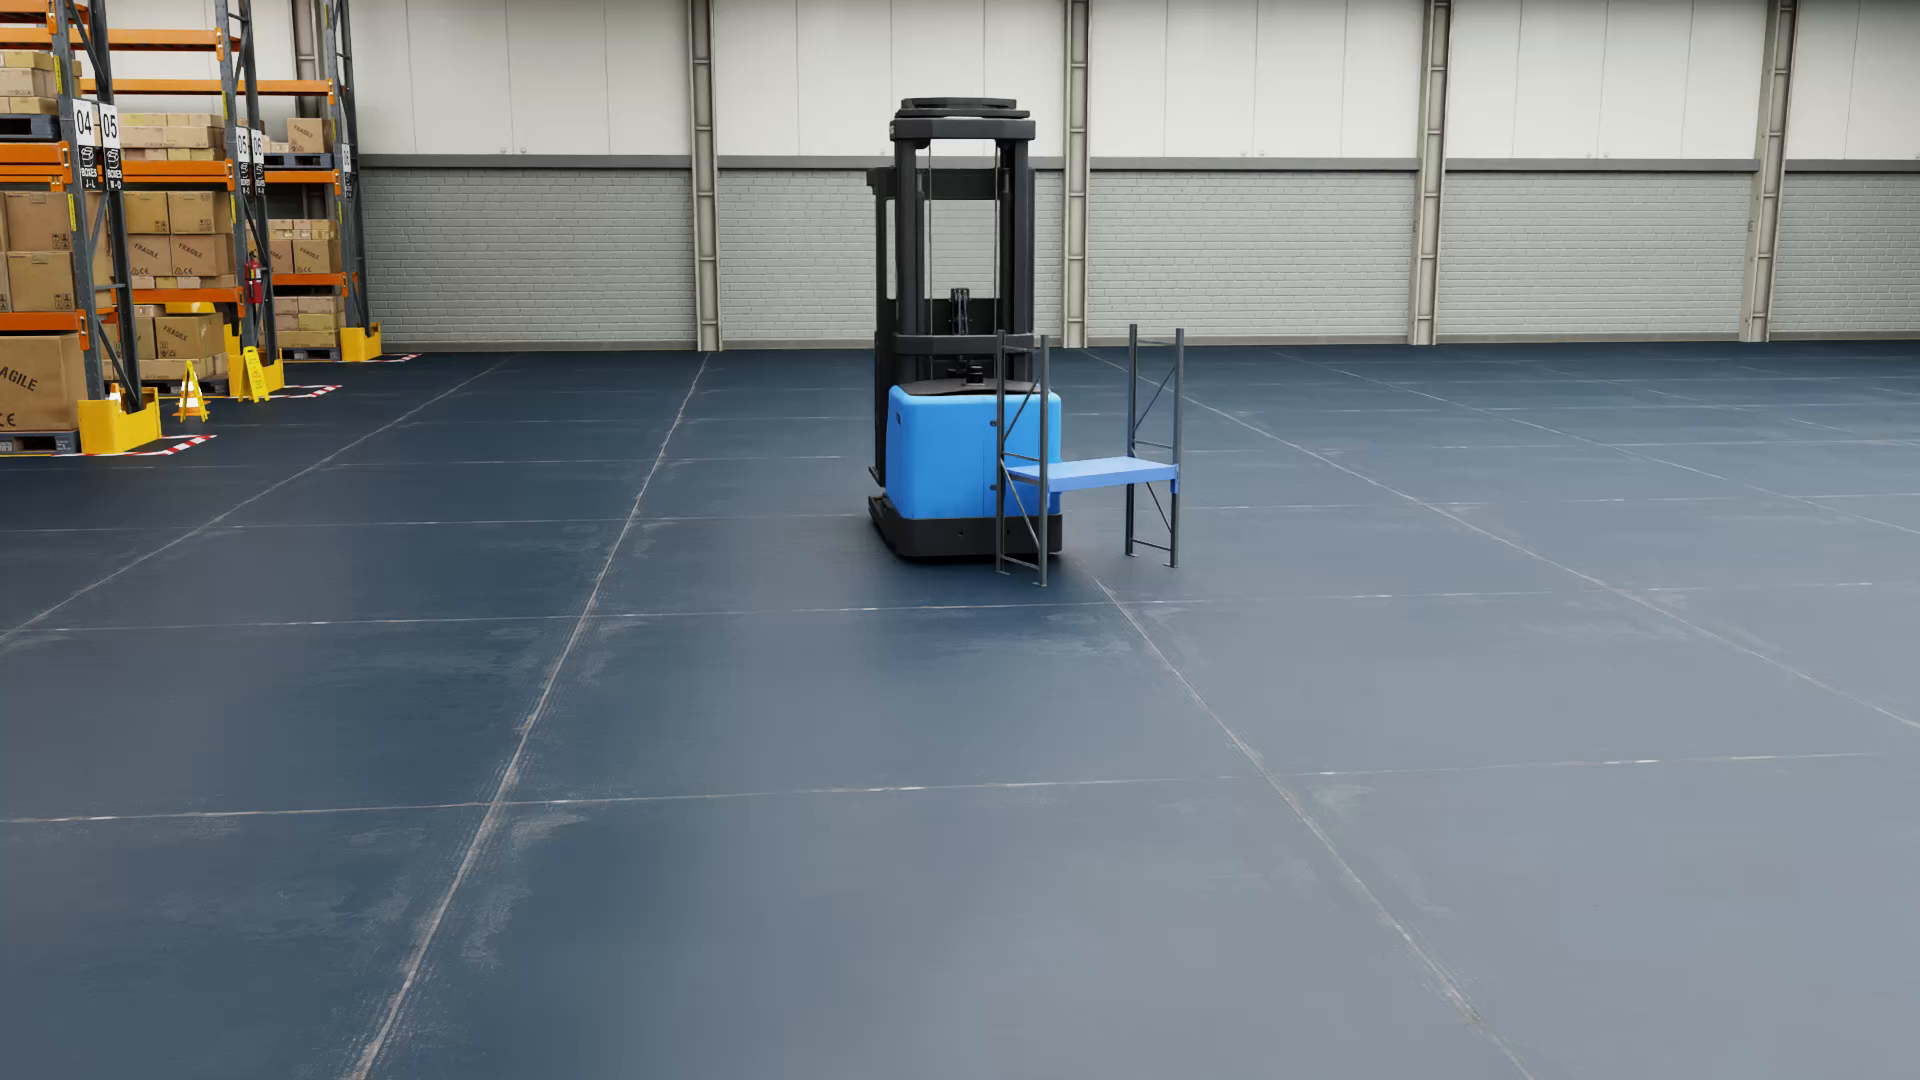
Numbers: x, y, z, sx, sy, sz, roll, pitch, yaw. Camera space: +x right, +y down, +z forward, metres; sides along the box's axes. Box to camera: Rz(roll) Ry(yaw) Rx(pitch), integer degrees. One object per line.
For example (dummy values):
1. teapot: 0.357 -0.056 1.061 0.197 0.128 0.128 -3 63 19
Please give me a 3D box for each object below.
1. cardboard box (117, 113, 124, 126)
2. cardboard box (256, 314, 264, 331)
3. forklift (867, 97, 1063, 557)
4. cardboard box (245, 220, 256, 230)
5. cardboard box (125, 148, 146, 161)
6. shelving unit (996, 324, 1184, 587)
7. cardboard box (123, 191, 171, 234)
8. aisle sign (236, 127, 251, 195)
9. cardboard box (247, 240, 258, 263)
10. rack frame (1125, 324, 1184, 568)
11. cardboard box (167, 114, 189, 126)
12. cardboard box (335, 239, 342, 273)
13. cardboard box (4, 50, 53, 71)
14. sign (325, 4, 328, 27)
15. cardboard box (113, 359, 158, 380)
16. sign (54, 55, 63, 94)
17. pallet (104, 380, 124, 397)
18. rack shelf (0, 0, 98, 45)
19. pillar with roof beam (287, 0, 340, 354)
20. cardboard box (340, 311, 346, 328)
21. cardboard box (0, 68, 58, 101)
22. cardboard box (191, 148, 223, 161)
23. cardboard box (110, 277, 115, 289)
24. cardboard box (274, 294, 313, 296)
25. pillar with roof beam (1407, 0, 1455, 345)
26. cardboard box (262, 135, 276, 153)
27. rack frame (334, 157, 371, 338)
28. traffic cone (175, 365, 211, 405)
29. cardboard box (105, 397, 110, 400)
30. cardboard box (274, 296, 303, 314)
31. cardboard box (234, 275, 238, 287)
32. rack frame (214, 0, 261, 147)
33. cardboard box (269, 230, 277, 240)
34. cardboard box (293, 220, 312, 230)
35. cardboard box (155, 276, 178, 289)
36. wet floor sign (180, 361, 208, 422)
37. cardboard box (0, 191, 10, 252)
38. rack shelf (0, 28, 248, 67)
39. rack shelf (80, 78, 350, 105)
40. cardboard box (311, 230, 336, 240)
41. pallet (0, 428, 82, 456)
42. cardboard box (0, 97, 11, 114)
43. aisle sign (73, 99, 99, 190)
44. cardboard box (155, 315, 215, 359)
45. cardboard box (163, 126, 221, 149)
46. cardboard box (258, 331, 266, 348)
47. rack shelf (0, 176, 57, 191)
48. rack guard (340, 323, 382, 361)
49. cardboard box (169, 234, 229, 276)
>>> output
1. cardboard box: -10.021 -4.996 19.815 0.250 0.149 0.380 -1 11 -6
2. cardboard box: -10.703 -3.287 25.055 0.500 0.250 0.500 -1 11 -7
3. forklift: -0.068 -1.564 11.726 1.130 2.935 3.031 -2 11 -8
4. cardboard box: -10.577 -4.704 24.808 0.250 0.149 0.380 -1 11 -5
5. cardboard box: -9.798 -4.611 19.920 0.250 0.149 0.380 -1 11 -6
6. shelving unit: 0.800 -0.549 10.270 1.048 1.500 0.538 -7 13 -32
7. cardboard box: -9.691 -3.950 20.063 0.500 0.500 0.700 -1 11 -6
8. aisle sign: -8.610 -4.547 19.984 0.004 0.787 0.394 -1 11 -6
9. cardboard box: -10.729 -4.247 24.934 0.500 0.500 0.500 -1 11 -7
10. rack frame: 1.228 -0.601 10.539 0.032 1.500 0.500 -7 13 -32
11. cardboard box: -9.268 -5.004 19.856 0.250 0.149 0.380 -1 11 -5
12. cardboard box: -9.765 -4.370 25.562 0.500 0.500 0.500 -1 11 -4
13. cardboard box: -8.366 -4.302 14.934 0.250 0.149 0.380 -1 11 -6
14. sign: -9.198 -7.615 24.146 0.005 0.325 0.100 -1 11 -6
15. cardboard box: -9.993 -2.105 20.341 0.500 0.250 0.500 -1 11 -6
16. sign: -8.023 -4.142 14.795 0.005 0.325 0.100 -1 11 -6
17. pallet: -10.800 -1.921 20.594 1.213 0.211 1.003 -1 11 -6
18. rack shelf: -10.056 -4.732 15.011 4.000 0.370 1.077 -1 11 -6
19. pillar with roof beam: -9.567 -6.554 21.380 0.400 9.000 9.100 -1 11 -6
20. cardboard box: -9.732 -3.410 25.682 0.500 0.250 0.500 -1 11 -5
21. cardboard box: -8.524 -4.115 15.015 0.500 0.250 0.500 -1 11 -5
22. cardboard box: -9.027 -4.614 19.935 0.250 0.149 0.380 -1 11 -6
23. cardboard box: -10.315 -3.114 20.083 0.250 0.149 0.380 -1 11 -7
24. cardboard box: -10.237 -3.641 25.558 0.500 0.250 0.500 -1 11 -6
25. pillar with roof beam: 8.328 -6.929 23.287 0.400 9.000 9.100 -1 11 -6
26. cardboard box: -10.285 -5.858 24.615 0.258 0.266 0.396 -1 11 -6
27. rack frame: -9.242 -4.278 25.353 0.127 3.000 1.000 -1 11 -6
28. traffic cone: -8.991 -1.825 19.452 0.334 0.463 0.336 -1 11 -6
29. cardboard box: -9.787 -1.513 18.677 0.250 0.149 0.380 5 12 23
30. cardboard box: -10.173 -3.544 25.068 0.500 0.250 0.500 -1 11 -5
31. cardboard box: -9.063 -3.236 20.701 0.250 0.149 0.380 -1 11 -6
32. rack frame: -8.703 -6.270 19.932 0.127 3.000 1.000 -1 11 -6
33. cardboard box: -10.320 -4.577 24.931 0.250 0.149 0.380 -1 11 -6
34. cardboard box: -9.818 -4.732 24.952 0.250 0.149 0.380 -1 11 -6
35. cardboard box: -9.548 -3.126 20.146 0.250 0.149 0.380 -1 11 -7
36. wet floor sign: -8.253 -1.604 17.855 0.232 0.644 0.267 -3 12 -16
37. cardboard box: -8.977 -2.953 15.425 0.550 0.550 0.875 -1 11 -6
38. rack shelf: -10.691 -5.874 19.790 4.000 0.370 1.077 -1 11 -6
39. rack shelf: -11.231 -6.631 24.670 4.000 0.370 1.077 -1 11 -6
40. cardboard box: -9.557 -4.584 24.970 0.250 0.149 0.380 -1 11 -5
41. pallet: -8.854 -0.979 15.801 1.213 0.211 1.003 -1 11 -6
42. cardboard box: -8.612 -3.906 14.986 0.250 0.149 0.380 -1 11 -6
43. aisle sign: -7.965 -3.599 15.157 0.004 0.787 0.394 -1 11 -6
44. cardboard box: -9.471 -2.484 20.324 0.500 0.500 0.500 -1 11 -6
45. cardboard box: -9.182 -4.808 19.891 0.500 0.250 0.500 -1 11 -7
46. cardboard box: -10.669 -3.047 25.132 0.500 0.250 0.500 -1 11 -5
47. rack shelf: -15.207 -5.272 24.497 4.000 0.370 1.077 -1 11 -6
48. rack guard: -9.218 -3.052 25.596 0.348 0.500 1.175 -1 11 -6
49. cardboard box: -9.212 -3.457 20.147 0.500 0.500 0.500 -1 11 -7
